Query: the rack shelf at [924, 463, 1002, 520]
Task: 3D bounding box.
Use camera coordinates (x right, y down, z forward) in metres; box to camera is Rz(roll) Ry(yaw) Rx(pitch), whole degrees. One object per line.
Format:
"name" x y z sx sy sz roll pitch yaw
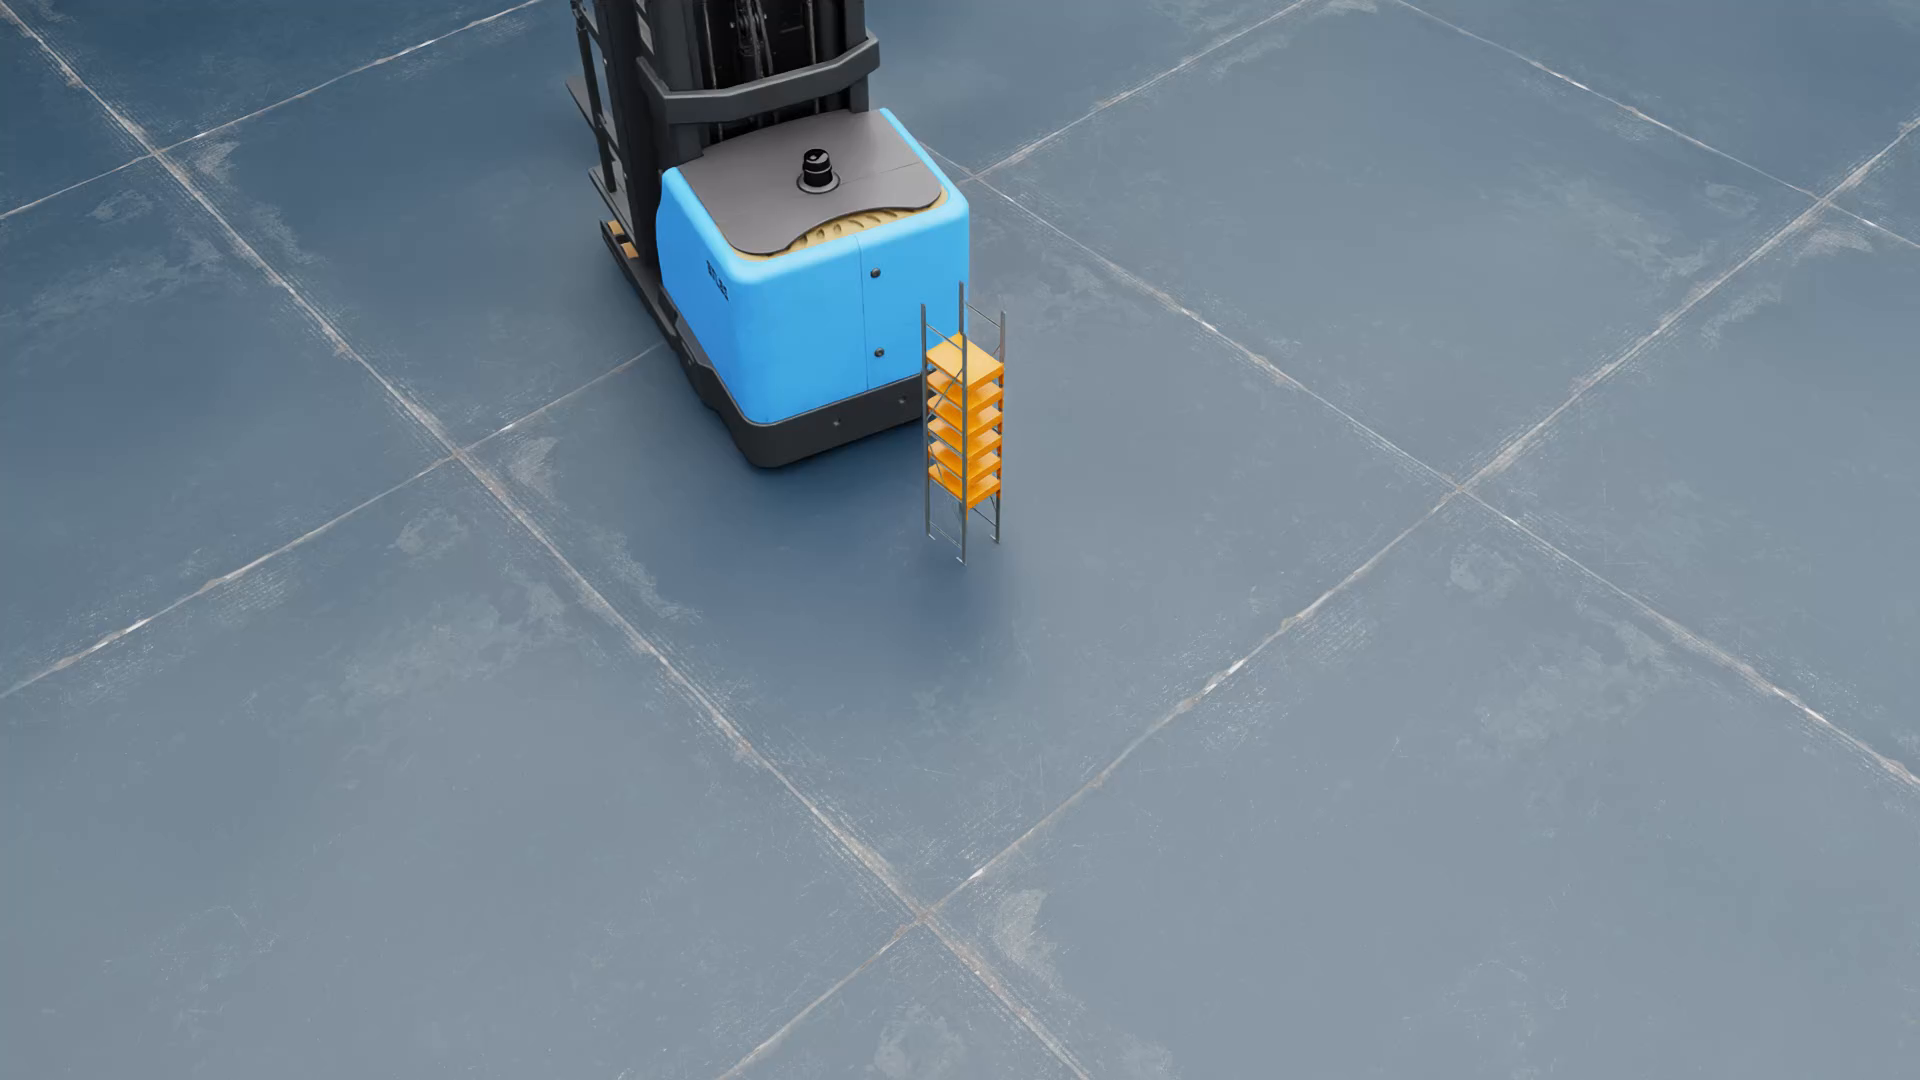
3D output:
"rack shelf" 0.011 -0.221 6.525 0.180 0.103 0.258 -34 56 -27

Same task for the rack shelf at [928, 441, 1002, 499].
"rack shelf" 0.011 -0.303 6.436 0.180 0.103 0.258 -34 56 -27

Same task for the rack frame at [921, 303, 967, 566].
"rack frame" -0.057 -0.369 6.274 0.006 1.200 0.240 -34 56 -27

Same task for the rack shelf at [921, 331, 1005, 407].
"rack shelf" 0.011 -0.628 6.084 0.180 0.103 0.258 -34 56 -27

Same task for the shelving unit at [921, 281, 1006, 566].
"shelving unit" 0.011 -0.414 6.316 0.189 1.200 0.258 -34 56 -27

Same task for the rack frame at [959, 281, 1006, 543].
"rack frame" 0.078 -0.459 6.357 0.006 1.200 0.240 -34 56 -27

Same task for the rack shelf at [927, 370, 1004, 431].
"rack shelf" 0.011 -0.547 6.172 0.180 0.103 0.258 -34 56 -27

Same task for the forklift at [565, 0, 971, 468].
"forklift" -1.069 -2.384 6.955 1.130 2.935 3.031 -21 51 -18

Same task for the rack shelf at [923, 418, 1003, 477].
"rack shelf" 0.011 -0.384 6.348 0.180 0.103 0.258 -34 56 -27

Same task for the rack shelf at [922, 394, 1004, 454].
"rack shelf" 0.011 -0.465 6.260 0.180 0.103 0.258 -34 56 -27
